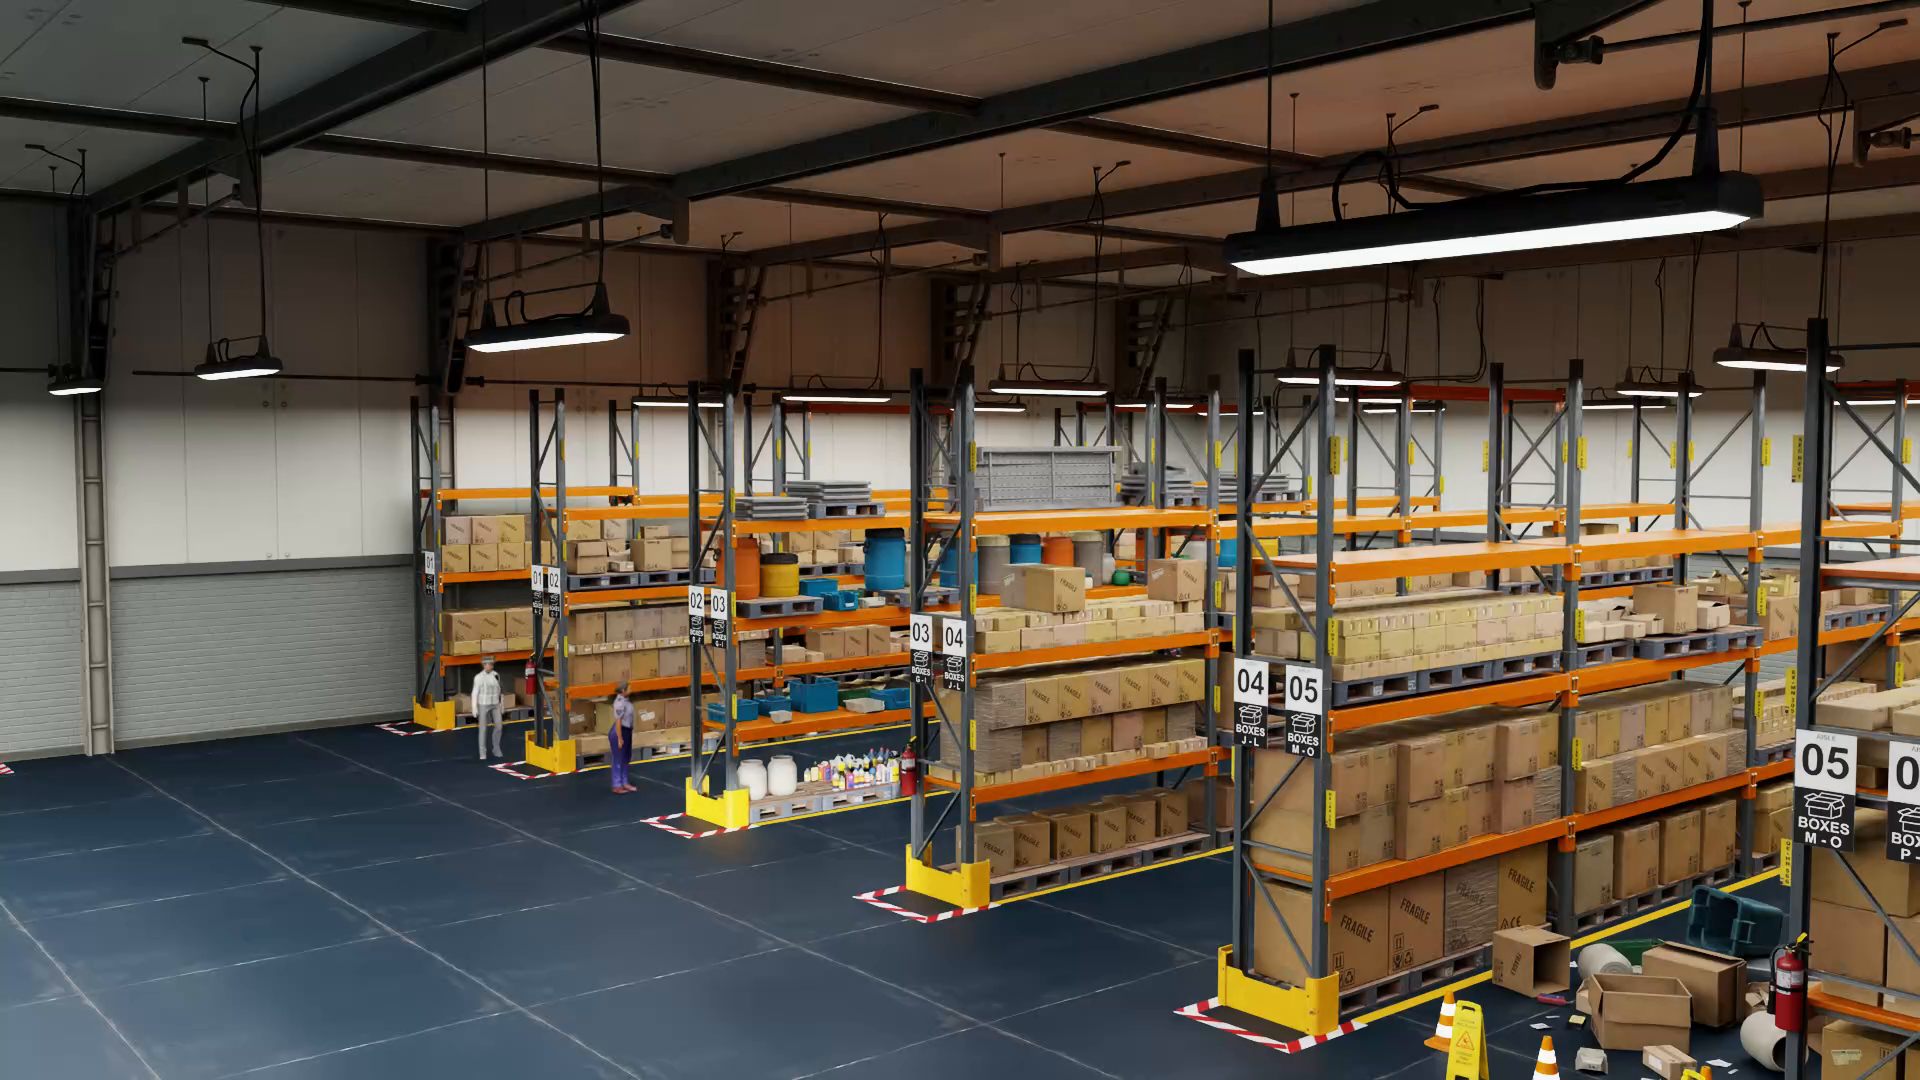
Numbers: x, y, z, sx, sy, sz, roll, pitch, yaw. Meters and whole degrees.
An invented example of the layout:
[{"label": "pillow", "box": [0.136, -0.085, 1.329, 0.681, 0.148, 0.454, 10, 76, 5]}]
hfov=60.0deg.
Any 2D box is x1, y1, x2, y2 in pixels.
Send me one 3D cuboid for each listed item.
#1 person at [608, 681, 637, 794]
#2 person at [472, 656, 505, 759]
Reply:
[{"label": "person", "box": [-4.974, 2.896, 24.501, 0.352, 1.661, 0.496, 0, 3, 2]}, {"label": "person", "box": [-7.732, 2.758, 27.243, 0.573, 1.754, 0.334, -3, 5, -43]}]
